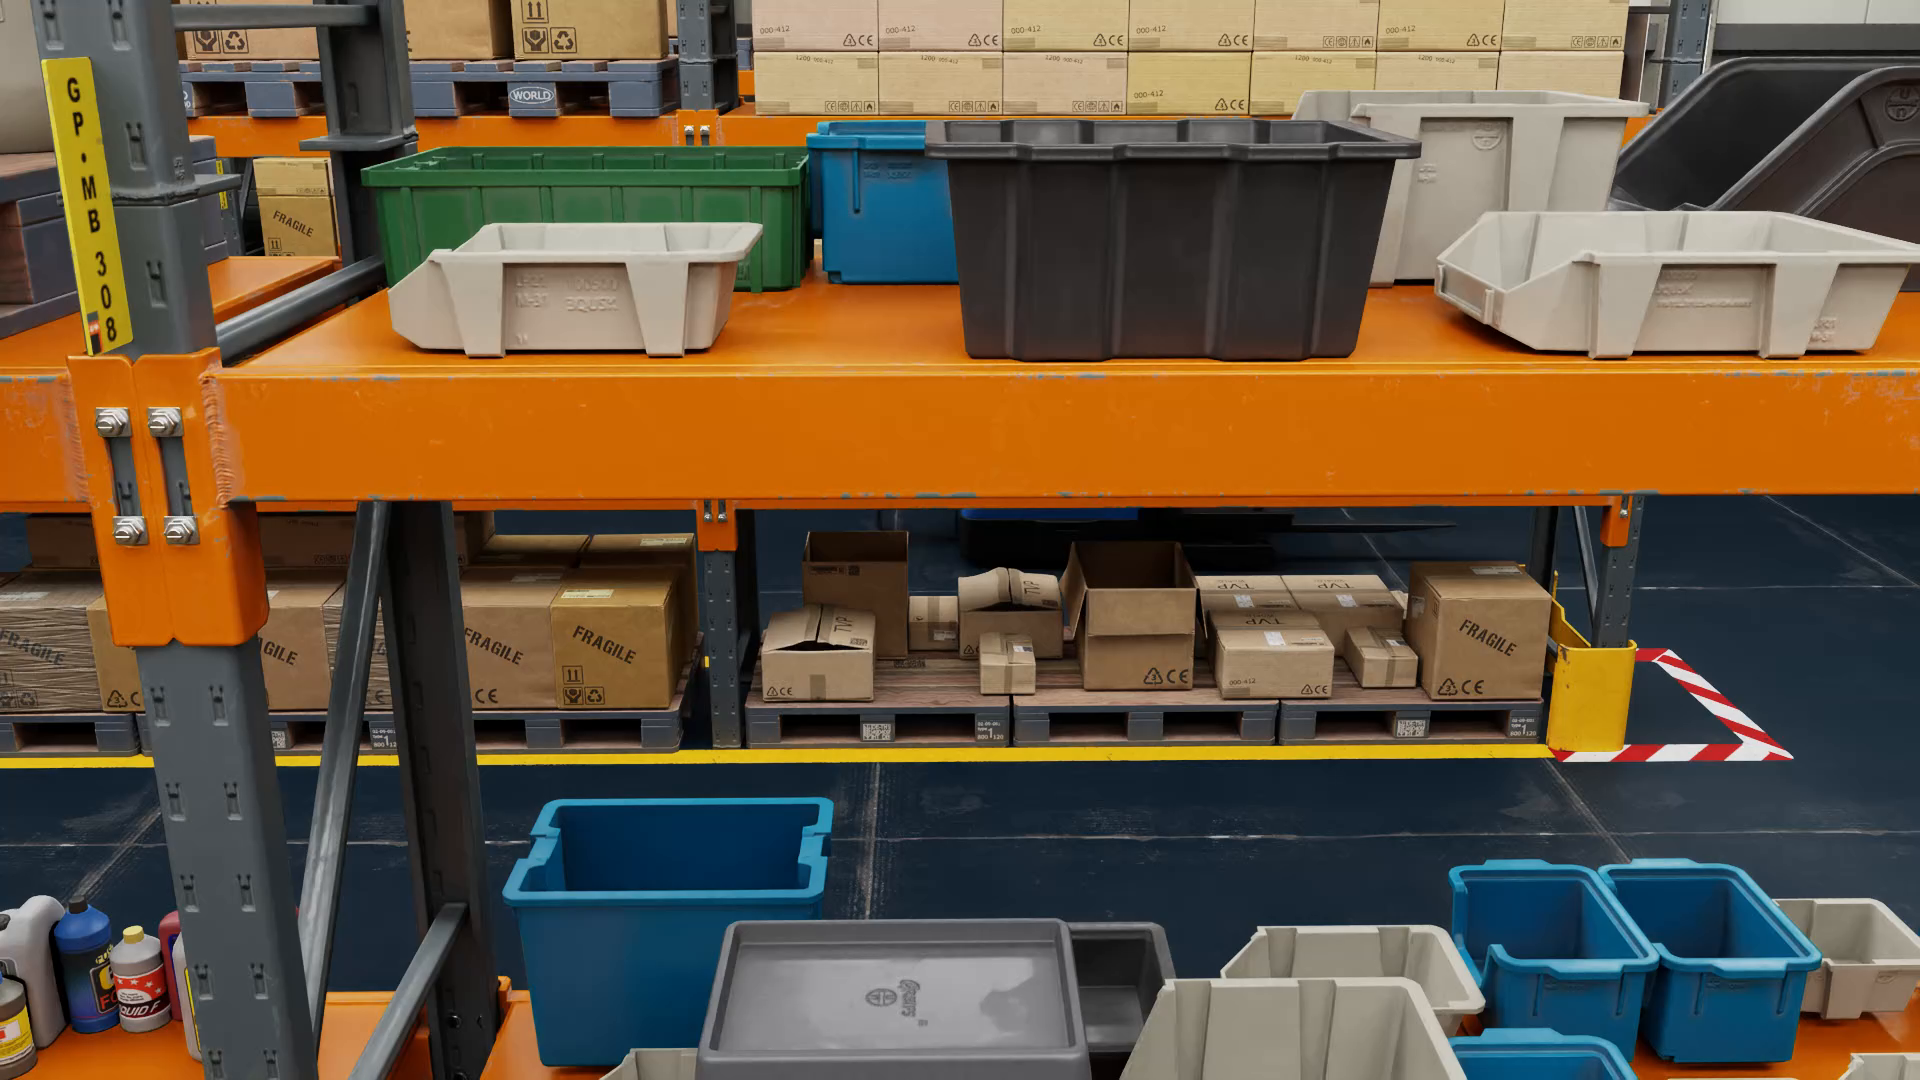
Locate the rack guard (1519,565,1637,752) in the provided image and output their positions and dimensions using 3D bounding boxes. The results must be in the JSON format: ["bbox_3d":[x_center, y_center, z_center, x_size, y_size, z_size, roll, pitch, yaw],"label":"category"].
[{"bbox_3d":[2.853,0.545,8.030,0.348,0.500,1.175,0,18,-1],"label":"rack guard"}]

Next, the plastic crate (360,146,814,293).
[{"bbox_3d":[-0.577,-0.535,2.741,0.662,0.188,0.450,0,18,-1],"label":"plastic crate"}]

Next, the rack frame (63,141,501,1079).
[{"bbox_3d":[-0.996,0.887,2.873,0.127,3.000,1.000,0,18,-1],"label":"rack frame"}]

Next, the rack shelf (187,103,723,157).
[{"bbox_3d":[-3.070,-1.702,7.211,4.000,0.370,1.077,0,18,-1],"label":"rack shelf"}]

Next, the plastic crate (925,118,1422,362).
[{"bbox_3d":[0.250,-0.402,2.193,0.590,0.269,0.497,0,18,-1],"label":"plastic crate"}]

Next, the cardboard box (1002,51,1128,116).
[{"bbox_3d":[0.419,-1.913,6.936,0.500,0.250,0.500,0,18,-1],"label":"cardboard box"}]

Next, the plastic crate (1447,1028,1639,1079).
[{"bbox_3d":[0.954,1.007,2.675,0.300,0.233,0.416,0,18,-1],"label":"plastic crate"}]

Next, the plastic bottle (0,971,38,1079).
[{"bbox_3d":[-1.810,0.907,3.135,0.097,0.201,0.097,0,18,0],"label":"plastic bottle"}]

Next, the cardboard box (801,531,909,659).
[{"bbox_3d":[-0.505,0.265,8.183,0.500,0.500,0.500,0,18,-1],"label":"cardboard box"}]

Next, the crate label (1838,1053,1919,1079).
[{"bbox_3d":[1.623,1.029,2.762,0.243,0.136,0.396,0,18,-1],"label":"crate label"}]

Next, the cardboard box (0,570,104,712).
[{"bbox_3d":[-4.087,0.455,7.592,0.500,0.500,0.500,-1,18,-3],"label":"cardboard box"}]

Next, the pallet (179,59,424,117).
[{"bbox_3d":[-2.761,-1.977,7.198,1.003,0.211,1.213,0,18,-1],"label":"pallet"}]

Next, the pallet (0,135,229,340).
[{"bbox_3d":[-1.778,-0.418,2.339,1.003,0.211,1.213,0,18,-1],"label":"pallet"}]

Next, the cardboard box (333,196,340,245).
[{"bbox_3d":[-4.139,-2.243,11.944,0.500,0.500,0.500,0,18,1],"label":"cardboard box"}]

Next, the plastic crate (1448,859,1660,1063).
[{"bbox_3d":[1.135,0.827,3.235,0.300,0.233,0.416,0,18,-1],"label":"plastic crate"}]

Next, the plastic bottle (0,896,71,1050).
[{"bbox_3d":[-1.831,0.833,3.242,0.135,0.276,0.152,0,18,-1],"label":"plastic bottle"}]

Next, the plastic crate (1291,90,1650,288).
[{"bbox_3d":[0.782,-0.588,2.754,0.530,0.282,0.437,0,18,-1],"label":"plastic crate"}]

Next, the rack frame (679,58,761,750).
[{"bbox_3d":[-1.071,-0.626,7.589,0.127,3.000,1.000,0,18,-1],"label":"rack frame"}]

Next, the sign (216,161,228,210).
[{"bbox_3d":[-5.134,-2.468,11.564,0.005,0.325,0.100,0,18,-1],"label":"sign"}]

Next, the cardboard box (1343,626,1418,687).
[{"bbox_3d":[1.983,0.546,7.852,0.250,0.166,0.380,0,18,-1],"label":"cardboard box"}]

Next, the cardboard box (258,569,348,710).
[{"bbox_3d":[-3.064,0.450,7.607,0.500,0.500,0.500,-1,18,-3],"label":"cardboard box"}]

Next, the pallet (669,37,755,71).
[{"bbox_3d":[-2.069,-3.457,11.816,1.217,0.209,0.805,-1,18,-3],"label":"pallet"}]

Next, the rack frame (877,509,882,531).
[{"bbox_3d":[-0.511,-0.573,10.371,0.015,1.200,0.240,0,18,0],"label":"rack frame"}]

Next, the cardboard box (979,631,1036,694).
[{"bbox_3d":[0.217,0.570,7.778,0.250,0.166,0.380,0,18,-1],"label":"cardboard box"}]

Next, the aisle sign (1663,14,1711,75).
[{"bbox_3d":[3.002,-1.790,6.962,0.004,0.787,0.394,0,18,-1],"label":"aisle sign"}]

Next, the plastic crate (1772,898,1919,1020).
[{"bbox_3d":[1.751,0.844,3.338,0.298,0.136,0.250,0,18,-1],"label":"plastic crate"}]

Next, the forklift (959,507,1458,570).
[{"bbox_3d":[1.513,-1.378,10.045,3.031,2.935,1.130,0,18,0],"label":"forklift"}]

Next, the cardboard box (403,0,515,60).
[{"bbox_3d":[-2.243,-2.360,7.067,0.600,0.600,0.600,0,18,-1],"label":"cardboard box"}]

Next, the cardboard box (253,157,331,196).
[{"bbox_3d":[-4.665,-2.599,11.829,0.500,0.250,0.500,0,18,0],"label":"cardboard box"}]

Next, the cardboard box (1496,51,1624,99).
[{"bbox_3d":[2.419,-1.919,6.955,0.500,0.250,0.500,0,18,-1],"label":"cardboard box"}]

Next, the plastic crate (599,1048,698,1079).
[{"bbox_3d":[-0.529,1.025,2.775,0.243,0.136,0.396,0,18,-1],"label":"plastic crate"}]

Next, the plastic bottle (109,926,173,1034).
[{"bbox_3d":[-1.618,0.859,3.283,0.097,0.201,0.097,0,18,0],"label":"plastic bottle"}]

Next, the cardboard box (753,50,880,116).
[{"bbox_3d":[-0.581,-1.910,6.926,0.500,0.250,0.500,0,18,-1],"label":"cardboard box"}]

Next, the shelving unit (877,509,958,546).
[{"bbox_3d":[-0.266,-0.573,10.370,0.503,1.200,0.258,0,18,0],"label":"shelving unit"}]

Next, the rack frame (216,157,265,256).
[{"bbox_3d":[-5.152,-2.120,12.245,0.127,3.000,1.000,0,18,-1],"label":"rack frame"}]

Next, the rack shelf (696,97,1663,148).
[{"bbox_3d":[0.929,-1.722,7.271,4.000,0.370,1.077,0,18,-1],"label":"rack shelf"}]

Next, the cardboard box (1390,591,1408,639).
[{"bbox_3d":[2.255,0.392,8.332,0.250,0.166,0.380,0,18,-1],"label":"cardboard box"}]

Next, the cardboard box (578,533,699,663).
[{"bbox_3d":[-1.558,0.282,8.129,0.500,0.500,0.500,-1,18,-3],"label":"cardboard box"}]

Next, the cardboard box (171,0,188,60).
[{"bbox_3d":[-3.605,-2.100,7.110,0.500,0.500,0.910,0,18,-1],"label":"cardboard box"}]

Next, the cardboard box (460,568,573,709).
[{"bbox_3d":[-2.054,0.444,7.624,0.500,0.500,0.500,0,18,-1],"label":"cardboard box"}]

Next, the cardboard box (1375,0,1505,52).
[{"bbox_3d":[1.919,-2.158,6.879,0.500,0.250,0.500,0,18,-1],"label":"cardboard box"}]

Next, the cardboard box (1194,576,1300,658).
[{"bbox_3d":[1.381,0.375,8.249,0.500,0.250,0.500,0,18,-1],"label":"cardboard box"}]

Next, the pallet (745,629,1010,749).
[{"bbox_3d":[-0.384,0.699,8.025,1.213,0.211,1.003,0,18,-1],"label":"pallet"}]

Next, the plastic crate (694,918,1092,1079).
[{"bbox_3d":[-0.099,0.900,2.629,0.583,0.464,0.402,0,18,-1],"label":"plastic crate"}]

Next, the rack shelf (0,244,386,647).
[{"bbox_3d":[-2.996,-0.190,2.495,4.000,0.370,1.077,0,18,-1],"label":"rack shelf"}]

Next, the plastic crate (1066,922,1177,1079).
[{"bbox_3d":[0.119,0.902,3.179,0.590,0.125,0.437,0,18,-1],"label":"plastic crate"}]

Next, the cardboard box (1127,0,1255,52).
[{"bbox_3d":[0.919,-2.152,6.862,0.500,0.250,0.500,0,18,-1],"label":"cardboard box"}]

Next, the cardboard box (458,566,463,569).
[{"bbox_3d":[-2.591,0.288,8.110,0.500,0.500,0.500,0,18,0],"label":"cardboard box"}]

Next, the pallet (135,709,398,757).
[{"bbox_3d":[-3.106,0.724,7.946,1.213,0.211,1.003,0,18,-1],"label":"pallet"}]

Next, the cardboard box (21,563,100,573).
[{"bbox_3d":[-4.139,0.298,8.081,0.500,0.500,0.500,0,18,1],"label":"cardboard box"}]

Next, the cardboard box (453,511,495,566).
[{"bbox_3d":[-2.558,-0.070,7.999,0.500,0.250,0.500,0,18,-1],"label":"cardboard box"}]

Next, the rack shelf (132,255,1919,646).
[{"bbox_3d":[1.004,-0.209,2.555,4.000,0.370,1.077,0,18,-1],"label":"rack shelf"}]

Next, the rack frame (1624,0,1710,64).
[{"bbox_3d":[2.929,-3.502,6.733,0.127,3.000,1.000,0,18,-1],"label":"rack frame"}]

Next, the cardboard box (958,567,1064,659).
[{"bbox_3d":[0.244,0.352,8.223,0.500,0.311,0.500,0,18,-1],"label":"cardboard box"}]

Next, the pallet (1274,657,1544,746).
[{"bbox_3d":[2.056,0.687,8.061,1.213,0.211,1.003,0,18,-1],"label":"pallet"}]

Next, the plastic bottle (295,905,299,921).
[{"bbox_3d":[-1.370,0.814,3.292,0.133,0.283,0.061,0,18,-1],"label":"plastic bottle"}]

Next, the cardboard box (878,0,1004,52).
[{"bbox_3d":[-0.081,-2.151,6.858,0.500,0.250,0.500,0,18,-1],"label":"cardboard box"}]

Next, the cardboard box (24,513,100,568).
[{"bbox_3d":[-4.082,-0.061,7.972,0.500,0.250,0.500,0,18,1],"label":"cardboard box"}]

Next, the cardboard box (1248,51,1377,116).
[{"bbox_3d":[1.419,-1.914,6.938,0.500,0.250,0.500,0,18,-1],"label":"cardboard box"}]
